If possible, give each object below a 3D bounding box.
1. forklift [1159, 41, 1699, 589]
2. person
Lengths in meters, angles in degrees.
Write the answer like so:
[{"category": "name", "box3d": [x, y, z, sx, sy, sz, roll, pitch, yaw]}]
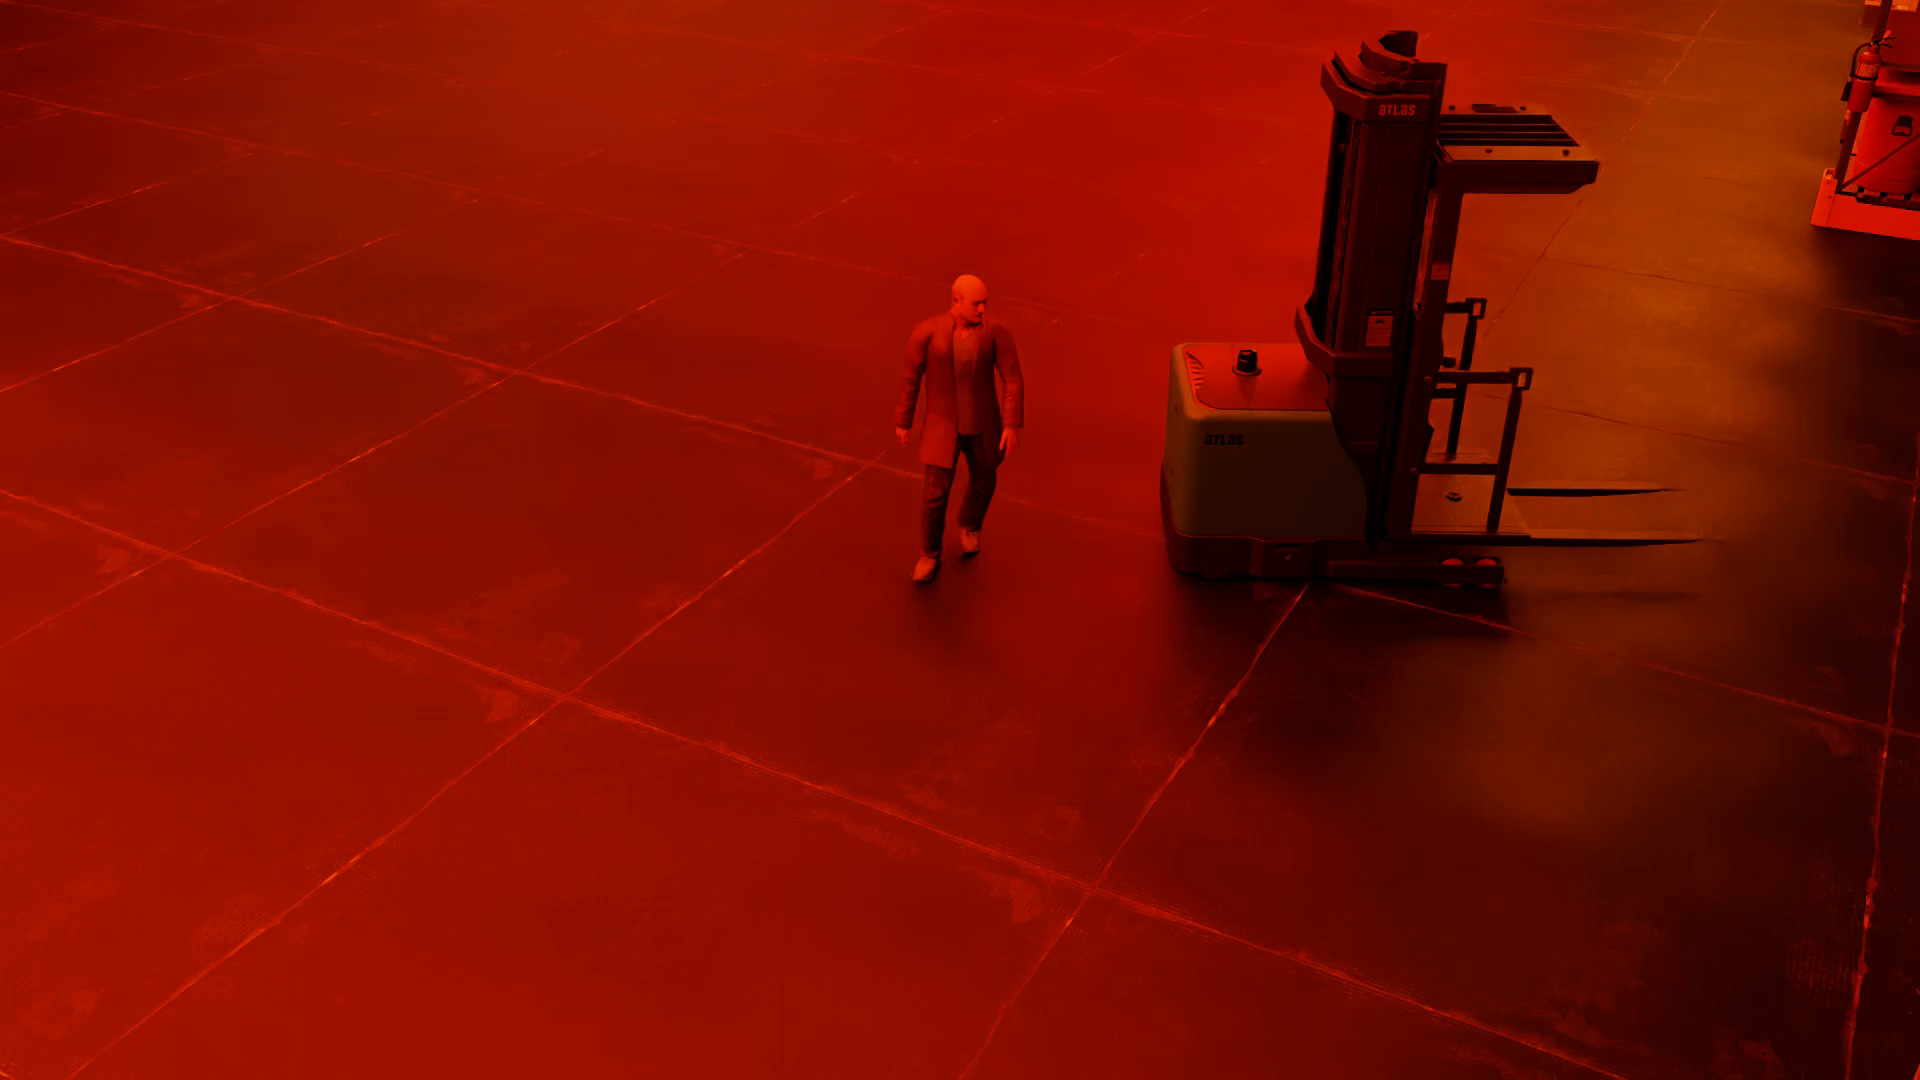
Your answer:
[{"category": "forklift", "box3d": [2.745, -1.235, 9.275, 3.031, 2.867, 1.129, 1, 30, 1]}, {"category": "person", "box3d": [-0.019, -0.652, 9.411, 0.677, 1.731, 0.683, -6, 31, -10]}]
